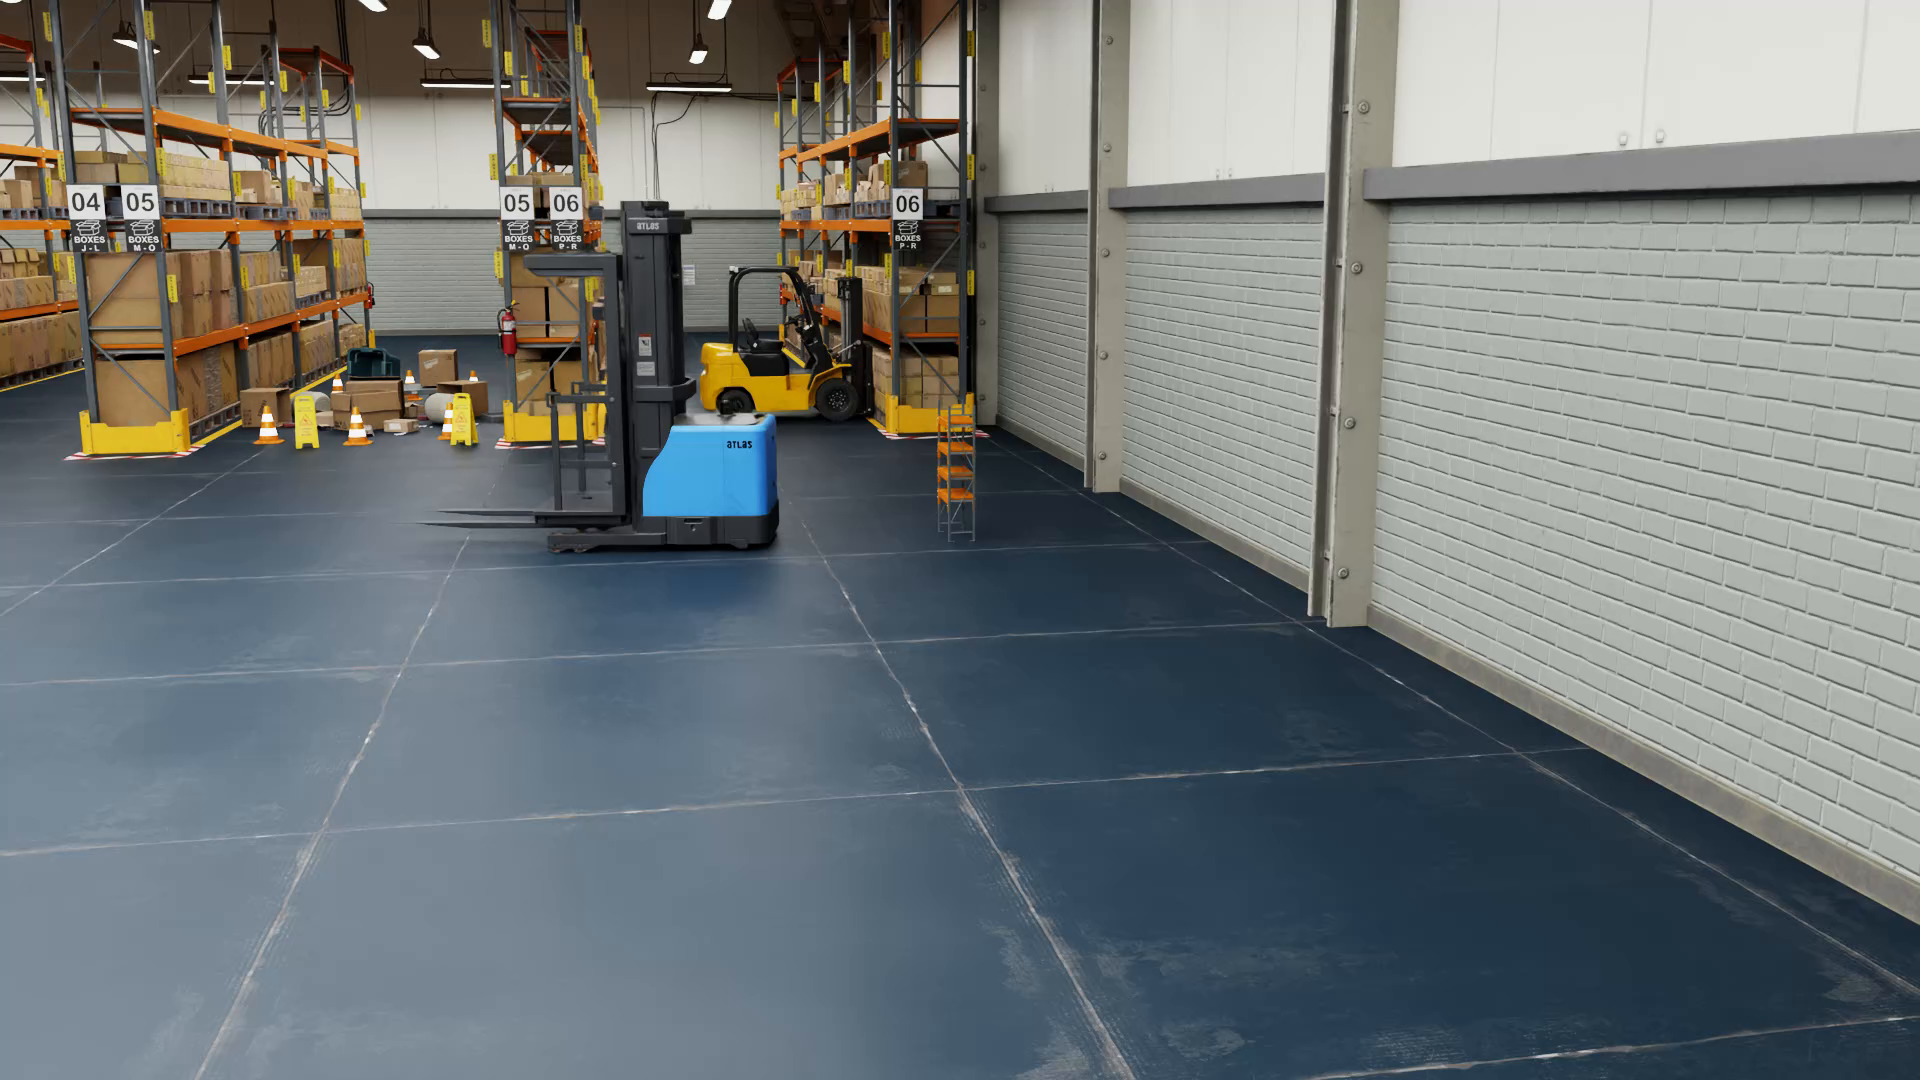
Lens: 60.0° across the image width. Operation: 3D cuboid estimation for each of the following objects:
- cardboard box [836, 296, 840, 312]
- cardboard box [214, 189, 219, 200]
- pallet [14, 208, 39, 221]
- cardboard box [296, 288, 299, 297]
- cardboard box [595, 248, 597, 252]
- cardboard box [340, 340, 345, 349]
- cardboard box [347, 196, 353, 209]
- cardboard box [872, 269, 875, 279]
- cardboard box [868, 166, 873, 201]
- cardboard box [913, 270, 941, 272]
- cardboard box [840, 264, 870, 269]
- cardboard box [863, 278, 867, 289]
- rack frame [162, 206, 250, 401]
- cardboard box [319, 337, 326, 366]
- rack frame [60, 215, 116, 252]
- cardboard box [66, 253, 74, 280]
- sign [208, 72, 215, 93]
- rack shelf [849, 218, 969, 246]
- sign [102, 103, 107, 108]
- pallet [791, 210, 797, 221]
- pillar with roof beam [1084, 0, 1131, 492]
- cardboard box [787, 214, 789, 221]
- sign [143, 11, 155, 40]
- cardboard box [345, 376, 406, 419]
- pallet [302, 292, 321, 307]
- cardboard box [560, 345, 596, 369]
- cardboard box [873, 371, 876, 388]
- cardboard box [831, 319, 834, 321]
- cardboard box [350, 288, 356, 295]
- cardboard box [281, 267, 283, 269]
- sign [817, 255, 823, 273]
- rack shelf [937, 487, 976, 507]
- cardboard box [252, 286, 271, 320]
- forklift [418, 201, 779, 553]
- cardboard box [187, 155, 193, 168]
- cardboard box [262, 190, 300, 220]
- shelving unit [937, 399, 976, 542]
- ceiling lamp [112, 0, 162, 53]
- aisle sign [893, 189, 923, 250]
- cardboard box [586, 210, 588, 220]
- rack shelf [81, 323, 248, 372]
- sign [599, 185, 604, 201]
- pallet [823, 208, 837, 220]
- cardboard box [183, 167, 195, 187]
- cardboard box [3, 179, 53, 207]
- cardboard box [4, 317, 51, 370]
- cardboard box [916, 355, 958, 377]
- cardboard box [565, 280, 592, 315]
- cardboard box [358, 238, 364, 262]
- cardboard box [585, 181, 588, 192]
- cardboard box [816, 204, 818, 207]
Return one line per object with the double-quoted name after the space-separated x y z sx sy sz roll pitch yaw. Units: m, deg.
-1.819 -3.972 27.944 0.500 0.250 0.500 -2 11 -9 "cardboard box"
-10.356 -4.714 22.702 0.380 0.149 0.250 -2 11 -11 "cardboard box"
-17.105 -5.823 29.757 0.805 0.209 1.217 -3 11 -13 "pallet"
-11.610 -4.260 28.602 0.380 0.149 0.250 -2 11 -8 "cardboard box"
-6.880 -5.062 30.330 0.500 0.500 0.500 -2 11 -9 "cardboard box"
-12.203 -3.802 32.354 0.380 0.149 0.250 -2 11 -8 "cardboard box"
-12.688 -6.888 33.904 0.500 0.250 0.500 -2 11 -10 "cardboard box"
-1.088 -3.895 24.343 0.380 0.149 0.250 -2 11 -11 "cardboard box"
-0.911 -5.103 23.795 0.797 0.503 0.637 -2 11 -9 "cardboard box"
-0.457 -3.724 23.444 0.380 0.149 0.250 -2 11 -9 "cardboard box"
-1.912 -4.773 30.362 0.500 0.500 0.500 -2 11 -8 "cardboard box"
-1.228 -3.794 24.603 0.380 0.149 0.250 -2 11 -12 "cardboard box"
-10.891 -3.304 24.036 1.000 3.000 0.127 -2 11 -11 "rack frame"
-11.861 -3.435 30.284 0.500 0.500 0.500 -2 11 -12 "cardboard box"
-18.110 -5.343 34.748 1.000 3.000 0.127 -2 11 -11 "rack frame"
-17.262 -5.238 31.797 0.500 0.500 0.500 -2 11 -11 "cardboard box"
-12.199 -7.461 27.121 0.100 0.325 0.005 -2 11 -11 "sign"
-0.798 -4.438 23.890 1.077 0.370 4.000 -2 11 -11 "rack shelf"
-17.575 -8.805 34.183 0.100 0.325 0.005 -2 11 -11 "sign"
-2.685 -6.410 32.835 1.213 0.211 1.003 -2 11 -11 "pallet"
-2.716 -4.801 15.854 9.100 9.000 0.400 -2 11 -11 "pillar with roof beam"
-3.484 -6.884 35.490 0.380 0.149 0.250 -2 11 -11 "cardboard box"
-9.567 -6.074 19.618 0.100 0.325 0.005 -2 11 -11 "sign"
-8.292 -2.011 23.553 0.797 0.637 0.503 -2 11 -11 "cardboard box"
-12.094 -4.305 29.808 1.003 0.211 1.213 -2 11 -11 "pallet"
-5.677 -2.628 24.708 0.500 0.500 0.500 -2 11 -12 "cardboard box"
-1.018 -2.316 23.735 0.500 0.250 0.500 -2 11 -12 "cardboard box"
-2.388 -4.391 33.574 0.380 0.149 0.250 -3 11 -13 "cardboard box"
-12.714 -5.145 34.376 0.380 0.149 0.250 -3 11 -14 "cardboard box"
-12.714 -4.960 30.690 0.380 0.149 0.250 -2 11 -11 "cardboard box"
-2.495 -4.926 29.671 0.100 0.325 0.005 -2 11 -11 "sign"
-0.032 -0.359 14.794 0.258 0.148 0.480 -2 11 -11 "rack shelf"
-10.923 -3.644 25.553 0.500 0.500 0.500 -2 11 -11 "cardboard box"
-3.147 -1.432 14.382 3.031 2.935 1.130 0 11 -1 "forklift"
-10.112 -4.874 21.408 0.380 0.149 0.250 -2 11 -12 "cardboard box"
-11.519 -5.675 28.201 0.500 0.500 0.500 -2 11 -11 "cardboard box"
-0.032 -0.620 14.744 0.258 1.200 0.503 -2 11 -11 "shelving unit"
-14.466 -10.372 29.510 0.800 3.185 2.000 -2 11 -11 "ceiling lamp"
-0.684 -4.205 21.814 0.394 0.787 0.004 -2 11 -11 "aisle sign"
-5.694 -4.806 24.576 0.380 0.149 0.250 -2 11 -11 "cardboard box"
-10.502 -2.584 22.176 1.077 0.370 4.000 -2 11 -11 "rack shelf"
-7.854 -7.591 36.376 0.100 0.325 0.005 -2 11 -11 "sign"
-1.745 -5.677 28.985 1.213 0.211 1.003 -2 11 -8 "pallet"
-10.154 -4.656 21.327 0.500 0.250 0.500 -2 11 -11 "cardboard box"
-17.543 -6.529 31.298 0.700 0.500 0.500 -3 11 -14 "cardboard box"
-17.013 -3.492 29.580 1.225 0.875 0.875 -3 11 -13 "cardboard box"
-0.317 -2.392 22.800 0.500 0.250 0.500 -2 11 -12 "cardboard box"
-5.512 -3.437 23.667 0.500 0.500 0.500 -2 11 -9 "cardboard box"
-12.892 -6.117 35.075 0.500 0.500 0.500 -2 11 -12 "cardboard box"
-5.511 -5.056 23.755 0.380 0.149 0.250 -2 11 -9 "cardboard box"
-2.494 -6.307 31.122 0.380 0.149 0.250 -2 11 -9 "cardboard box"
